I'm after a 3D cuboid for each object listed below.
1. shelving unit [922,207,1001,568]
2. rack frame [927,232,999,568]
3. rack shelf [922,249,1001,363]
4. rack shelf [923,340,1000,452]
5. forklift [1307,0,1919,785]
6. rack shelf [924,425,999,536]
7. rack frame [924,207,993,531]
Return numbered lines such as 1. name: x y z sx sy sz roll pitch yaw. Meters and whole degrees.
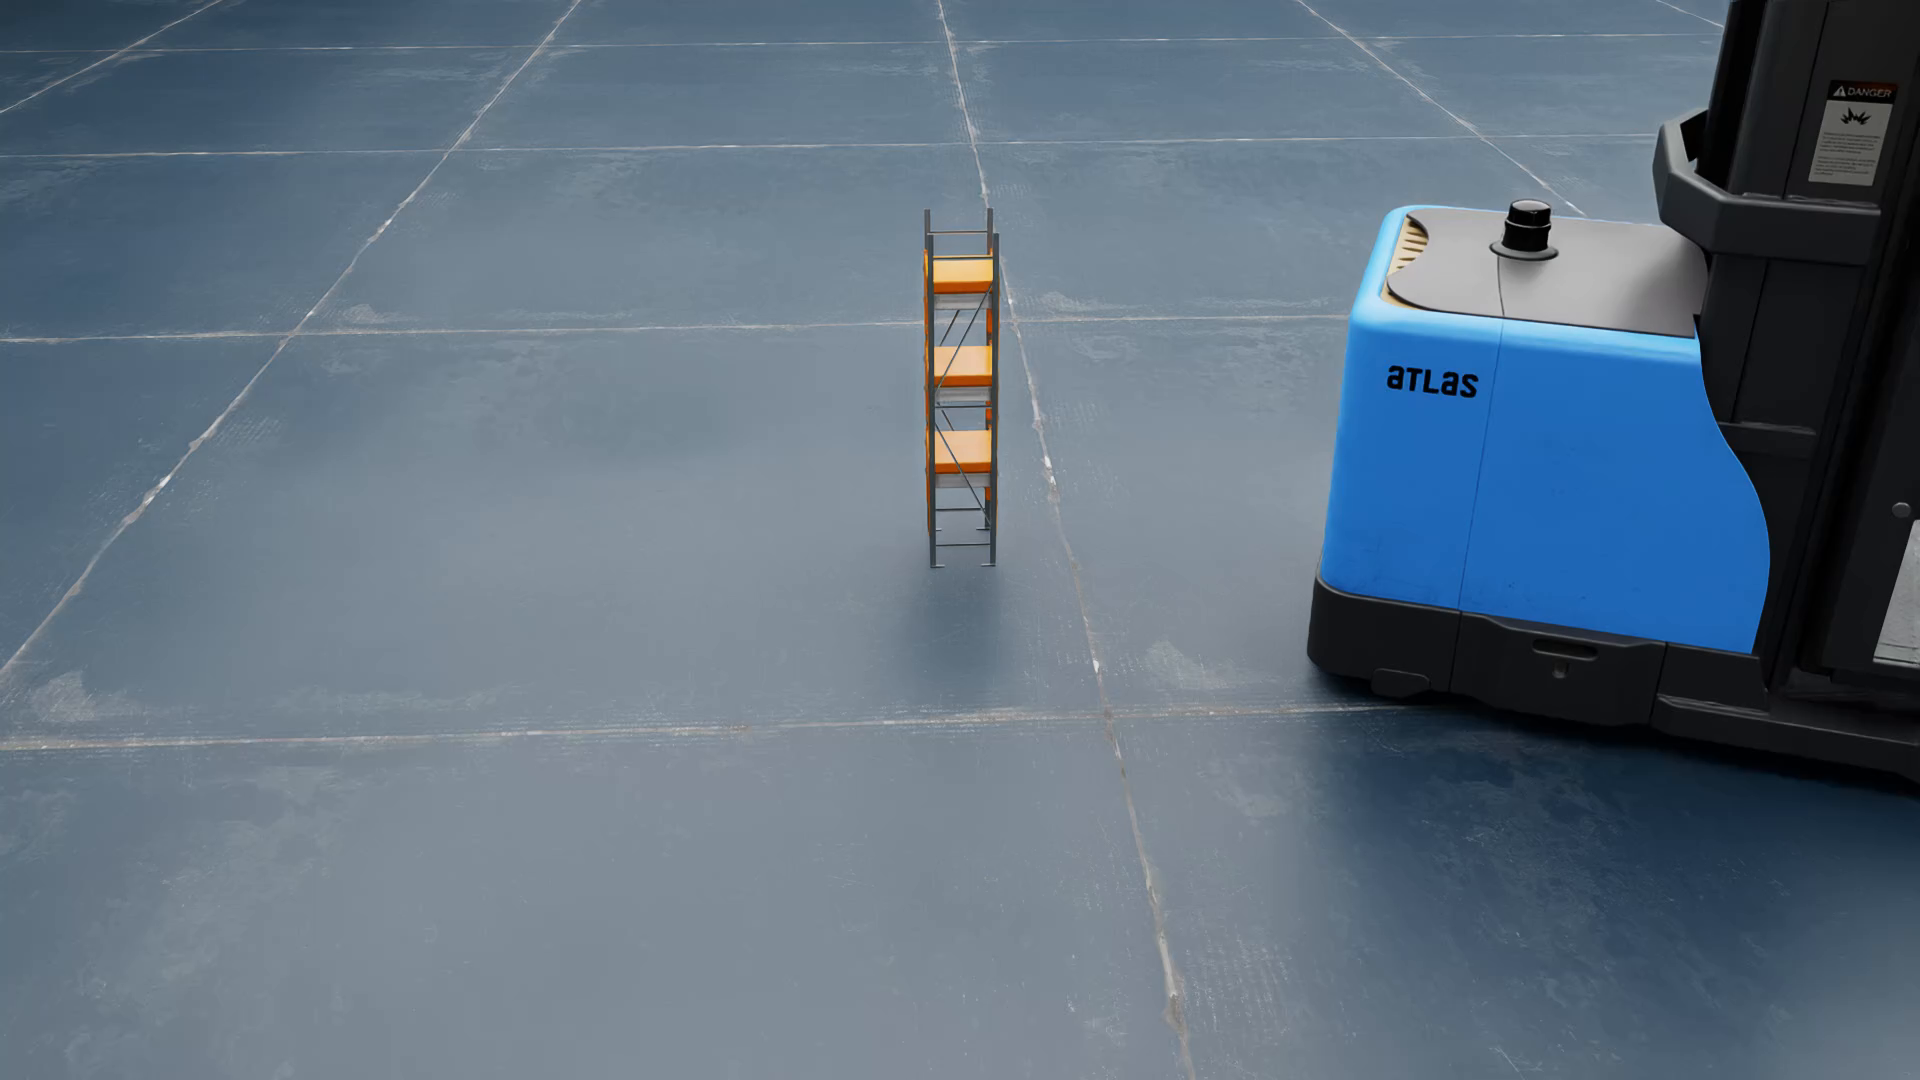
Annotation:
1. shelving unit: 0.003 -0.441 4.960 0.215 1.050 0.252 -1 28 -3
2. rack frame: 0.009 -0.384 4.852 0.200 1.050 0.008 -1 28 -3
3. rack shelf: 0.003 -0.683 4.834 0.215 0.259 0.240 -1 28 -3
4. rack shelf: 0.003 -0.431 4.965 0.215 0.259 0.240 -1 28 -3
5. forklift: 2.514 -0.904 3.814 3.031 2.935 1.130 9 29 16
6. rack shelf: 0.003 -0.185 5.093 0.215 0.259 0.240 -1 28 -3
7. rack frame: -0.004 -0.497 5.068 0.200 1.050 0.008 -1 28 -3
